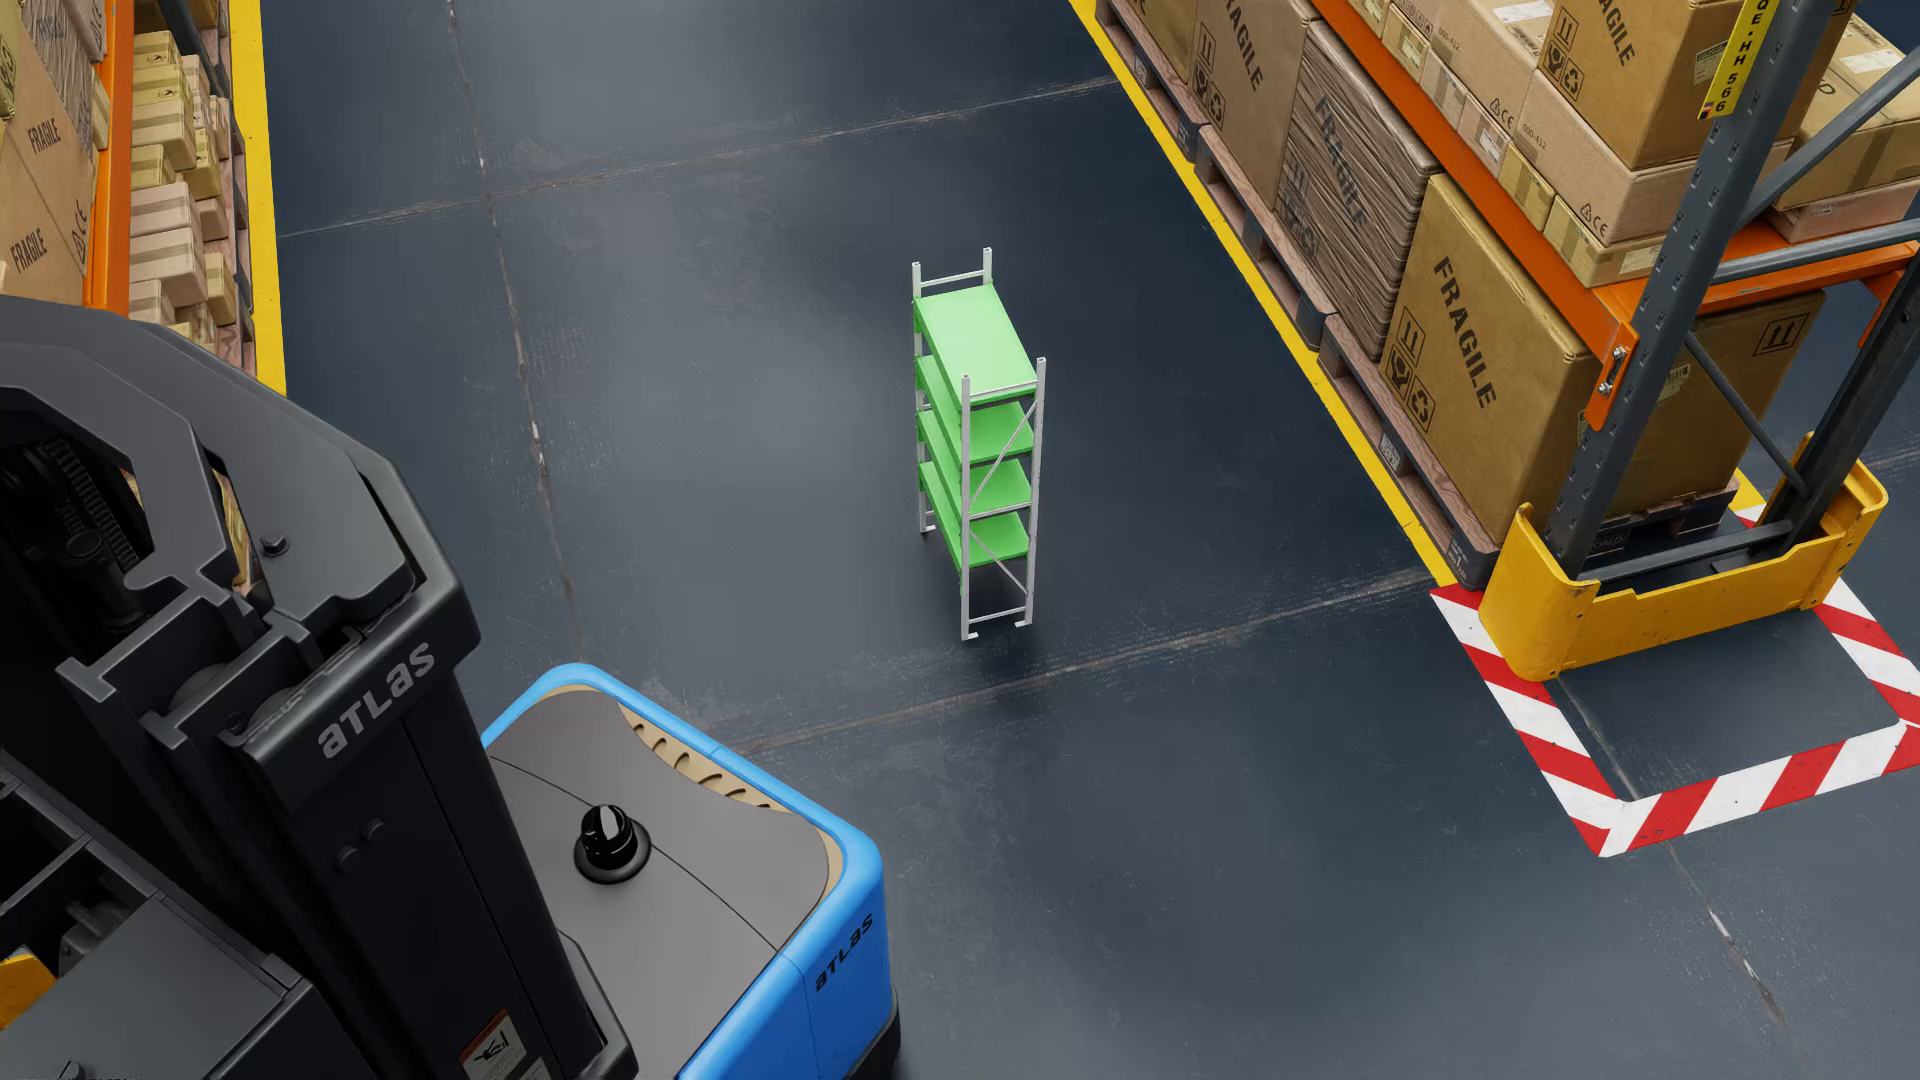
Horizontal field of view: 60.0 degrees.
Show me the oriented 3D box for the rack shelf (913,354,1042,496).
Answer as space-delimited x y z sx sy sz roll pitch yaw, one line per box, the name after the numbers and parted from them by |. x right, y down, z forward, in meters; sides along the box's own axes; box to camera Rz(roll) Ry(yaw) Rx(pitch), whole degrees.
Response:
0.049 -0.379 5.055 0.258 0.148 0.480 -13 51 -11 | rack shelf

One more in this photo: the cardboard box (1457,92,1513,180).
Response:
1.739 -1.249 5.005 0.380 0.149 0.250 -13 51 -11 | cardboard box

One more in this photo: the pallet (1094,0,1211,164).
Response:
1.278 -2.220 7.483 1.003 0.211 1.213 -13 51 -11 | pallet

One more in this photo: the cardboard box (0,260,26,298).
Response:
-2.326 -0.241 3.731 0.500 0.500 0.500 -11 51 -9 | cardboard box

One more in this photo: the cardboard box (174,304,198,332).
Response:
-2.921 -0.824 5.878 0.380 0.149 0.250 -16 52 -13 | cardboard box

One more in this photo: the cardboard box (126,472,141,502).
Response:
-2.589 -0.140 5.107 0.380 0.149 0.250 -16 52 -13 | cardboard box

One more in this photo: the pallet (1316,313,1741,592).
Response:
2.000 -0.438 5.981 1.003 0.211 1.213 -13 51 -11 | pallet

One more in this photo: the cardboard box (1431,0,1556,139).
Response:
1.765 -1.482 4.941 0.500 0.250 0.500 -14 51 -12 | cardboard box

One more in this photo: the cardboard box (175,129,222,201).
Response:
-3.055 -1.412 6.373 0.380 0.149 0.250 -15 51 -12 | cardboard box

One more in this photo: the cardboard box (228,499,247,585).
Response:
-2.513 0.042 5.343 0.380 0.149 0.250 -13 51 -11 | cardboard box

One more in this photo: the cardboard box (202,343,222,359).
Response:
-2.777 -0.521 5.817 0.380 0.149 0.250 -13 51 -11 | cardboard box

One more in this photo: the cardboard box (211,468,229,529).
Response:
-2.523 -0.059 5.233 0.380 0.149 0.250 -12 51 -10 | cardboard box

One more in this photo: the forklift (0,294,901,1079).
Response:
-1.411 1.165 2.851 1.130 2.935 3.031 28 55 21 | forklift

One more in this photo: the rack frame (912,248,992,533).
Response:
-0.023 -0.444 5.340 0.240 1.200 0.015 -13 51 -11 | rack frame

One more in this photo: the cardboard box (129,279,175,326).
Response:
-2.861 -0.709 5.587 0.380 0.149 0.250 -13 51 -11 | cardboard box

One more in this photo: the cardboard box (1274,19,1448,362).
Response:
1.776 -1.335 6.028 0.875 0.875 0.875 -13 51 -11 | cardboard box

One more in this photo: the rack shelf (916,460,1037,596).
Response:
0.049 -0.070 5.422 0.258 0.148 0.480 -13 51 -11 | rack shelf

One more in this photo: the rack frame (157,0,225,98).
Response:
-3.640 -2.644 6.017 1.000 3.000 0.127 -13 51 -11 | rack frame

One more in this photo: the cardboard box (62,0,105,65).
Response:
-2.929 -1.740 4.995 0.500 0.500 0.500 -14 51 -11 | cardboard box

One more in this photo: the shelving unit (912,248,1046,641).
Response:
0.049 -0.266 5.189 0.258 1.200 0.503 -13 51 -11 | shelving unit

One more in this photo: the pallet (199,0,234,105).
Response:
-3.872 -2.313 7.562 1.003 0.211 1.213 -13 51 -11 | pallet

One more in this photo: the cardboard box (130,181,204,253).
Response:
-2.922 -1.109 5.924 0.380 0.149 0.250 -16 52 -13 | cardboard box

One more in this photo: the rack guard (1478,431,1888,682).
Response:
2.318 0.053 5.378 1.175 0.500 0.348 -13 51 -11 | rack guard

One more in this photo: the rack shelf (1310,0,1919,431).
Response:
1.719 -1.999 5.944 1.077 0.370 4.000 -13 51 -11 | rack shelf

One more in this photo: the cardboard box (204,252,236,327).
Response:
-2.893 -0.895 6.133 0.380 0.149 0.250 -13 51 -11 | cardboard box

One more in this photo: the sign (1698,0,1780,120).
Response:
1.788 -1.107 3.809 0.100 0.325 0.005 -13 51 -11 | sign

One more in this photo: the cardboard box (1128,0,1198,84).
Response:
1.247 -2.642 7.130 0.875 0.875 0.875 -13 51 -11 | cardboard box

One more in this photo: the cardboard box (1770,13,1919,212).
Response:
2.427 -1.229 4.728 0.500 0.250 0.500 -15 51 -12 | cardboard box

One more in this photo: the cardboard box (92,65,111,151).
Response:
-2.801 -1.282 5.033 0.380 0.149 0.250 -12 51 -10 | cardboard box

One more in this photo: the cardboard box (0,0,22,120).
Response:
-2.624 -1.313 3.981 0.500 0.500 0.500 -14 51 -12 | cardboard box

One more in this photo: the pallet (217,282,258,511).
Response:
-3.043 -0.370 5.924 1.003 0.211 1.213 -13 51 -11 | pallet

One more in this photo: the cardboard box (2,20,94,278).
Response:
-2.642 -0.987 4.360 0.500 0.500 0.500 -13 51 -10 | cardboard box

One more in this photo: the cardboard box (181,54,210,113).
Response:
-3.243 -1.798 6.699 0.380 0.149 0.250 -12 51 -10 | cardboard box

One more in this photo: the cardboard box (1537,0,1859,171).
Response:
1.916 -1.356 4.344 0.500 0.500 0.500 -13 51 -11 | cardboard box

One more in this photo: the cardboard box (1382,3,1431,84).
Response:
1.587 -1.620 5.318 0.380 0.149 0.250 -14 51 -12 | cardboard box

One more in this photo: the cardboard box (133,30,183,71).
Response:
-3.286 -1.851 6.549 0.380 0.149 0.250 -12 51 -10 | cardboard box

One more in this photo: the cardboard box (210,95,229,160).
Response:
-3.199 -1.651 6.770 0.380 0.149 0.250 -13 51 -11 | cardboard box

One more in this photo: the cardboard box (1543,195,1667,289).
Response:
1.891 -0.875 4.690 0.380 0.149 0.250 -12 51 -10 | cardboard box

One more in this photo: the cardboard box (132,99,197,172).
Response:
-3.092 -1.493 6.248 0.380 0.149 0.250 -14 51 -11 | cardboard box
